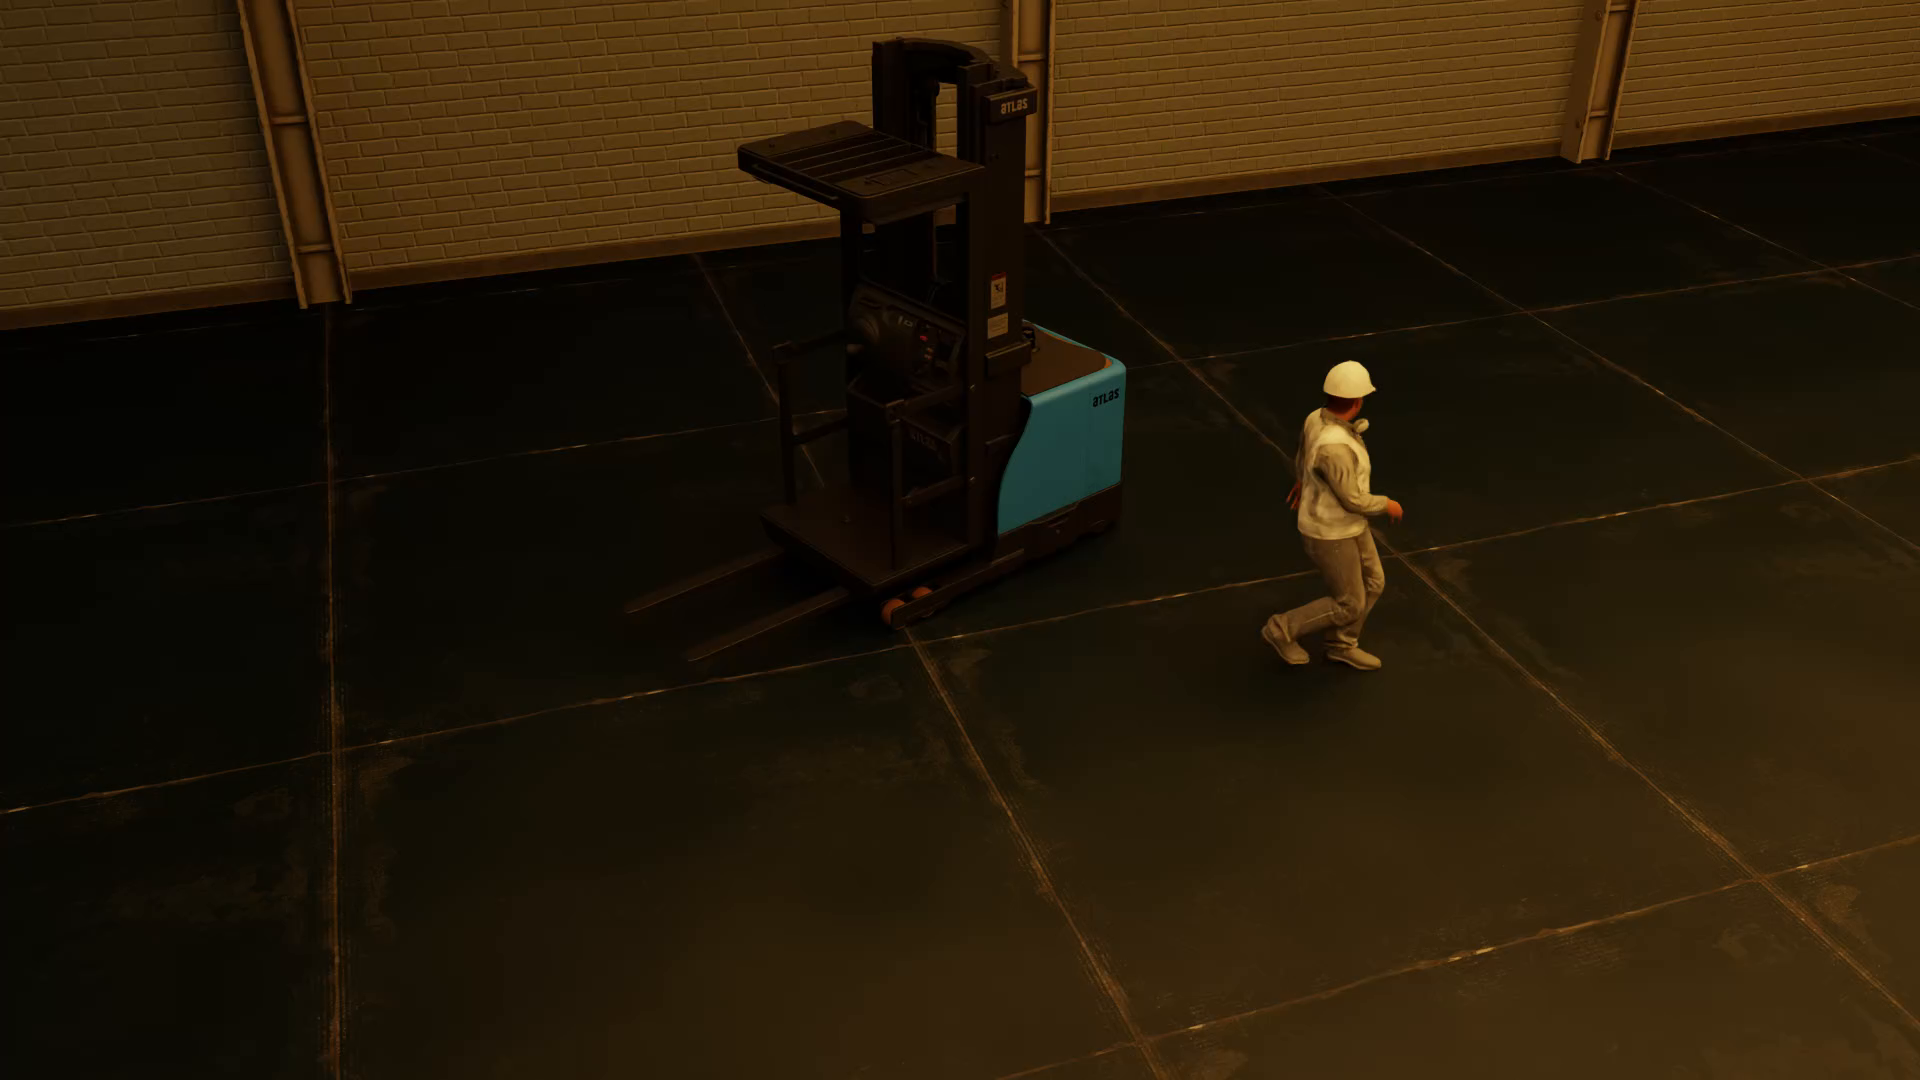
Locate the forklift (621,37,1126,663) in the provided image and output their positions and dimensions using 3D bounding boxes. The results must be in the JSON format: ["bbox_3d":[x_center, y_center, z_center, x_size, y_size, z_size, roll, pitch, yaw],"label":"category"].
[{"bbox_3d":[-0.461,-1.072,8.951,3.031,2.935,1.130,-23,37,-34],"label":"forklift"}]

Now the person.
[{"bbox_3d":[1.946,-0.115,8.521,0.634,1.710,0.659,10,32,18],"label":"person"}]
